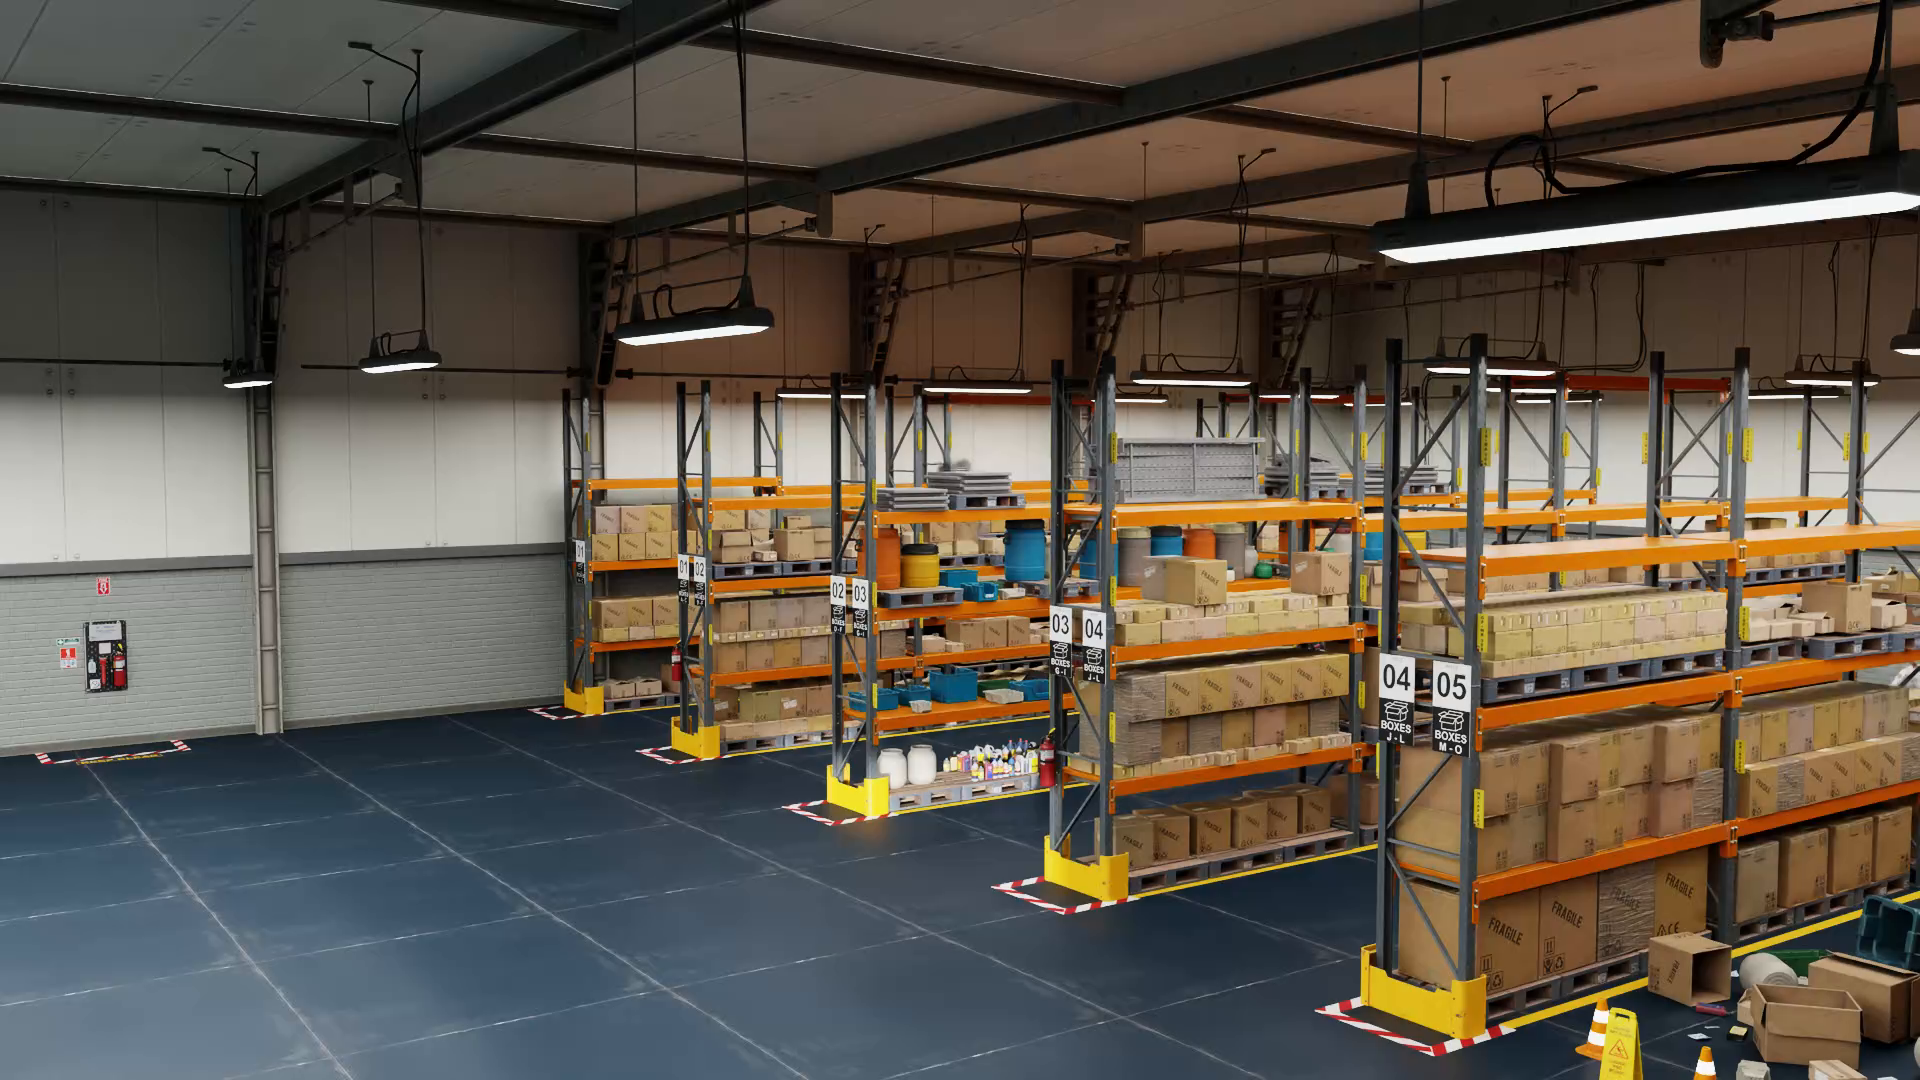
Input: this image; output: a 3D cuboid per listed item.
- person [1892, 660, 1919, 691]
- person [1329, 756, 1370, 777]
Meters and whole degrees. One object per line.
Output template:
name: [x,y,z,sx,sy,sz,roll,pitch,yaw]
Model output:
person: [15.706,2.600,27.167,0.678,1.614,0.757,-1,4,-11]
person: [5.835,2.701,25.051,0.803,1.725,0.665,-3,5,-41]
